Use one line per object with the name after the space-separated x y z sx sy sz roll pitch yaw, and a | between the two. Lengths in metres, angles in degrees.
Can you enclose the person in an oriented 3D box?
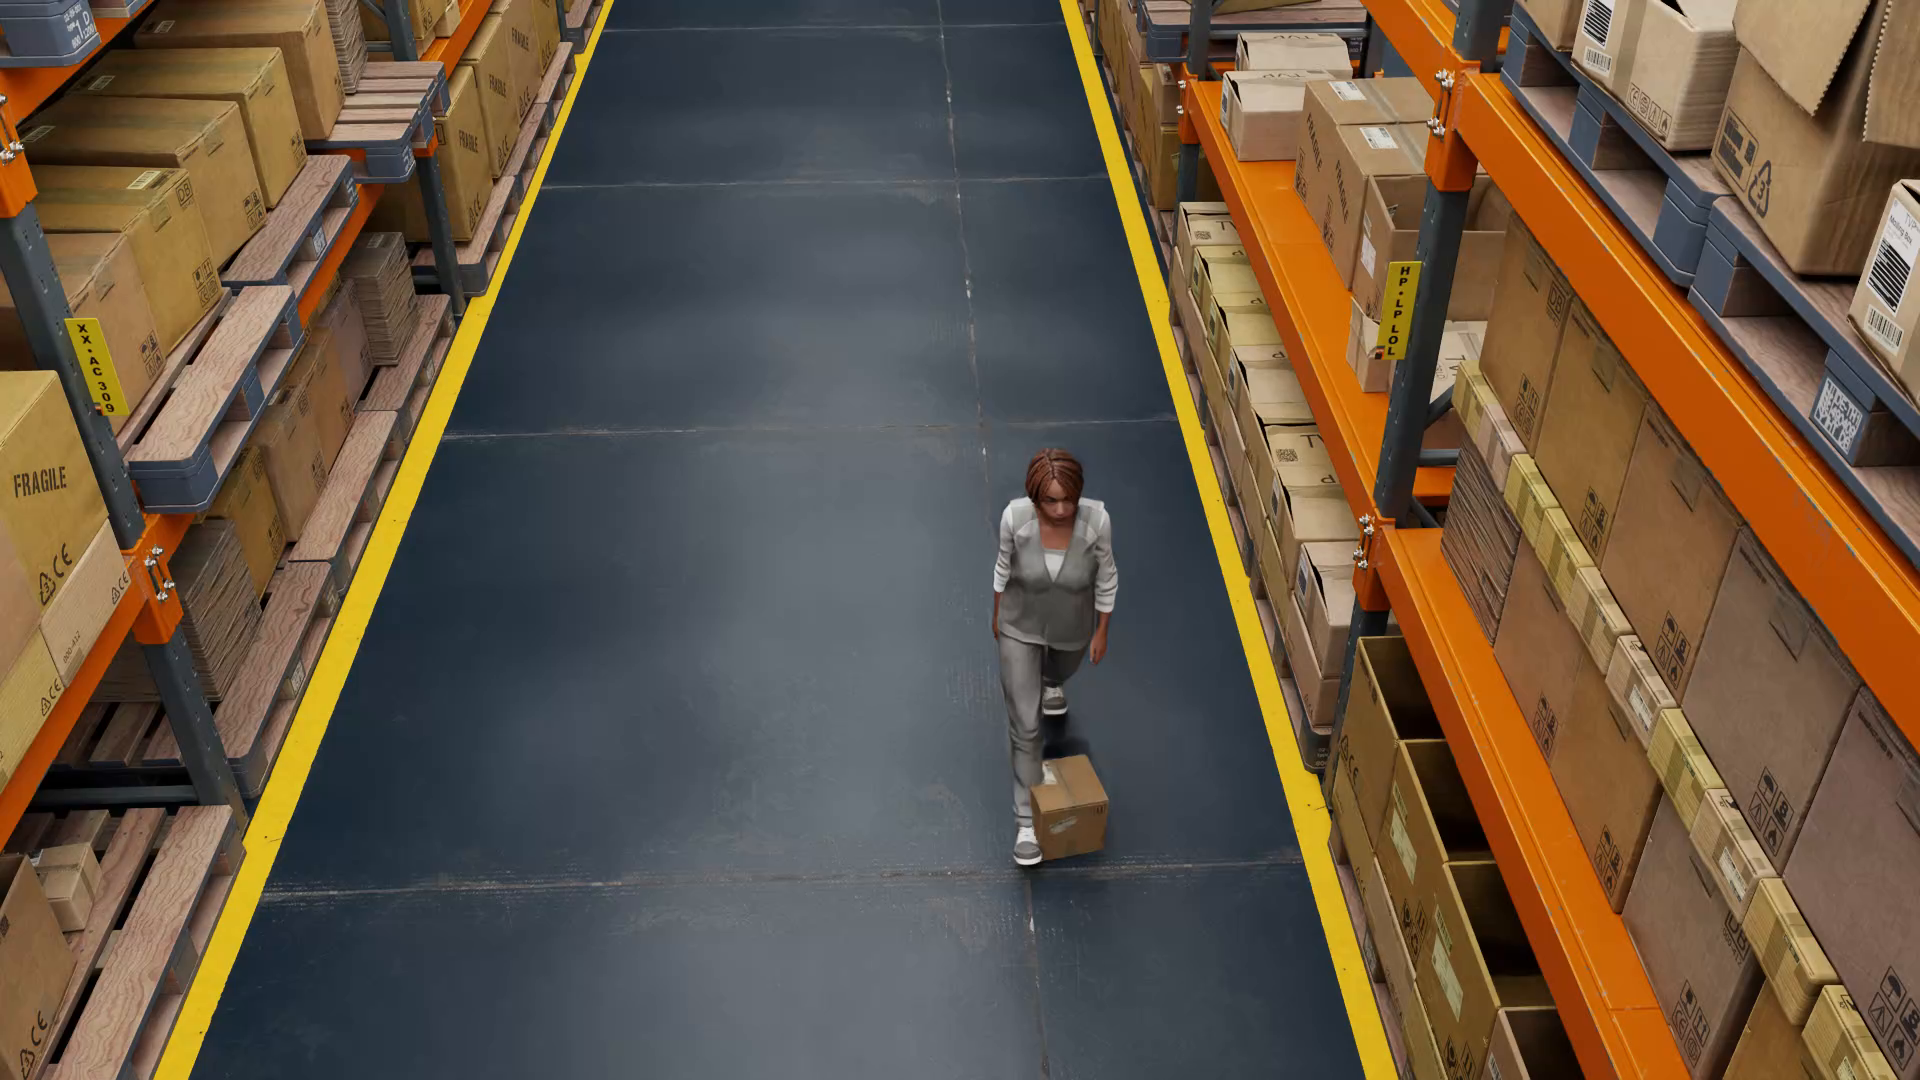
0.326 0.277 5.800 0.419 1.533 1.020 -2 36 -3 | person
